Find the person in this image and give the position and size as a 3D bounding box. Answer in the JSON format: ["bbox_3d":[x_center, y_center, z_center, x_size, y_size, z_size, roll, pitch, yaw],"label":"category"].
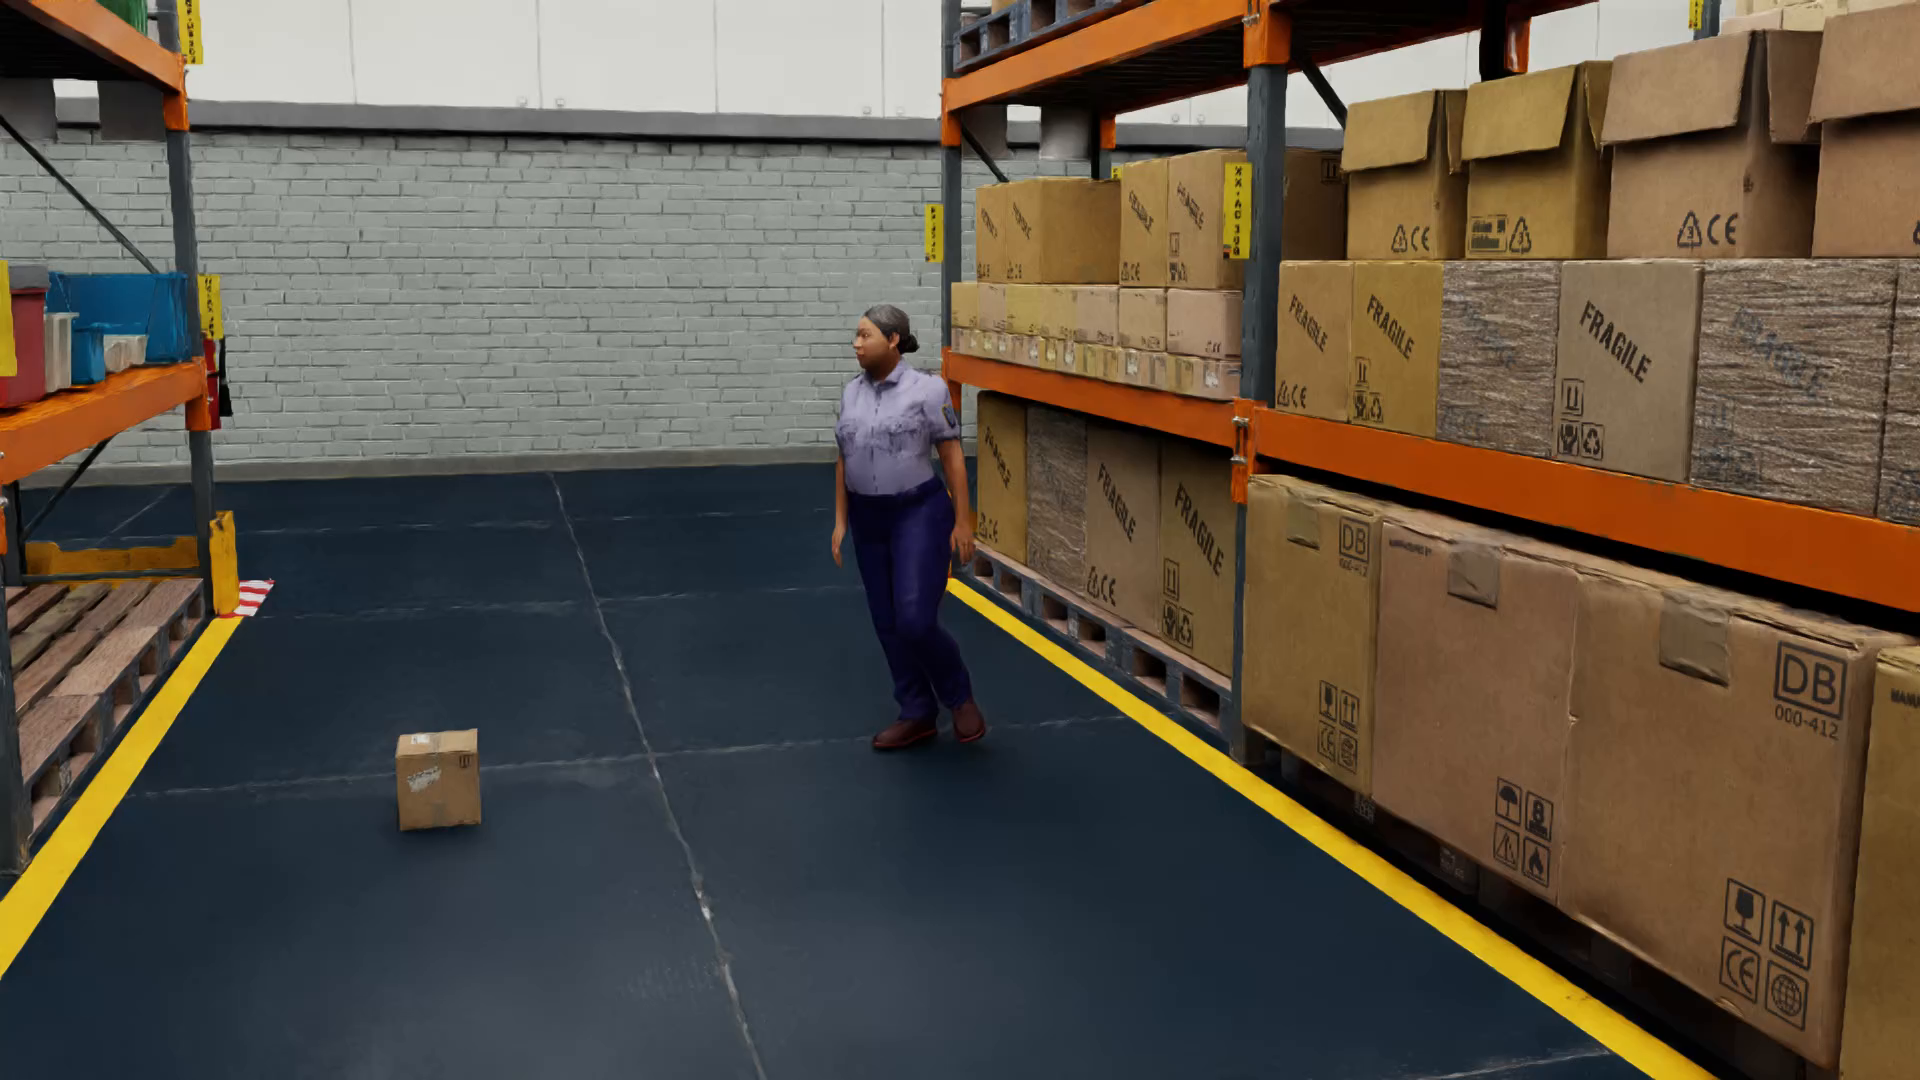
[{"bbox_3d":[-0.198,-0.041,6.114,0.621,1.640,0.424,7,11,35],"label":"person"}]
